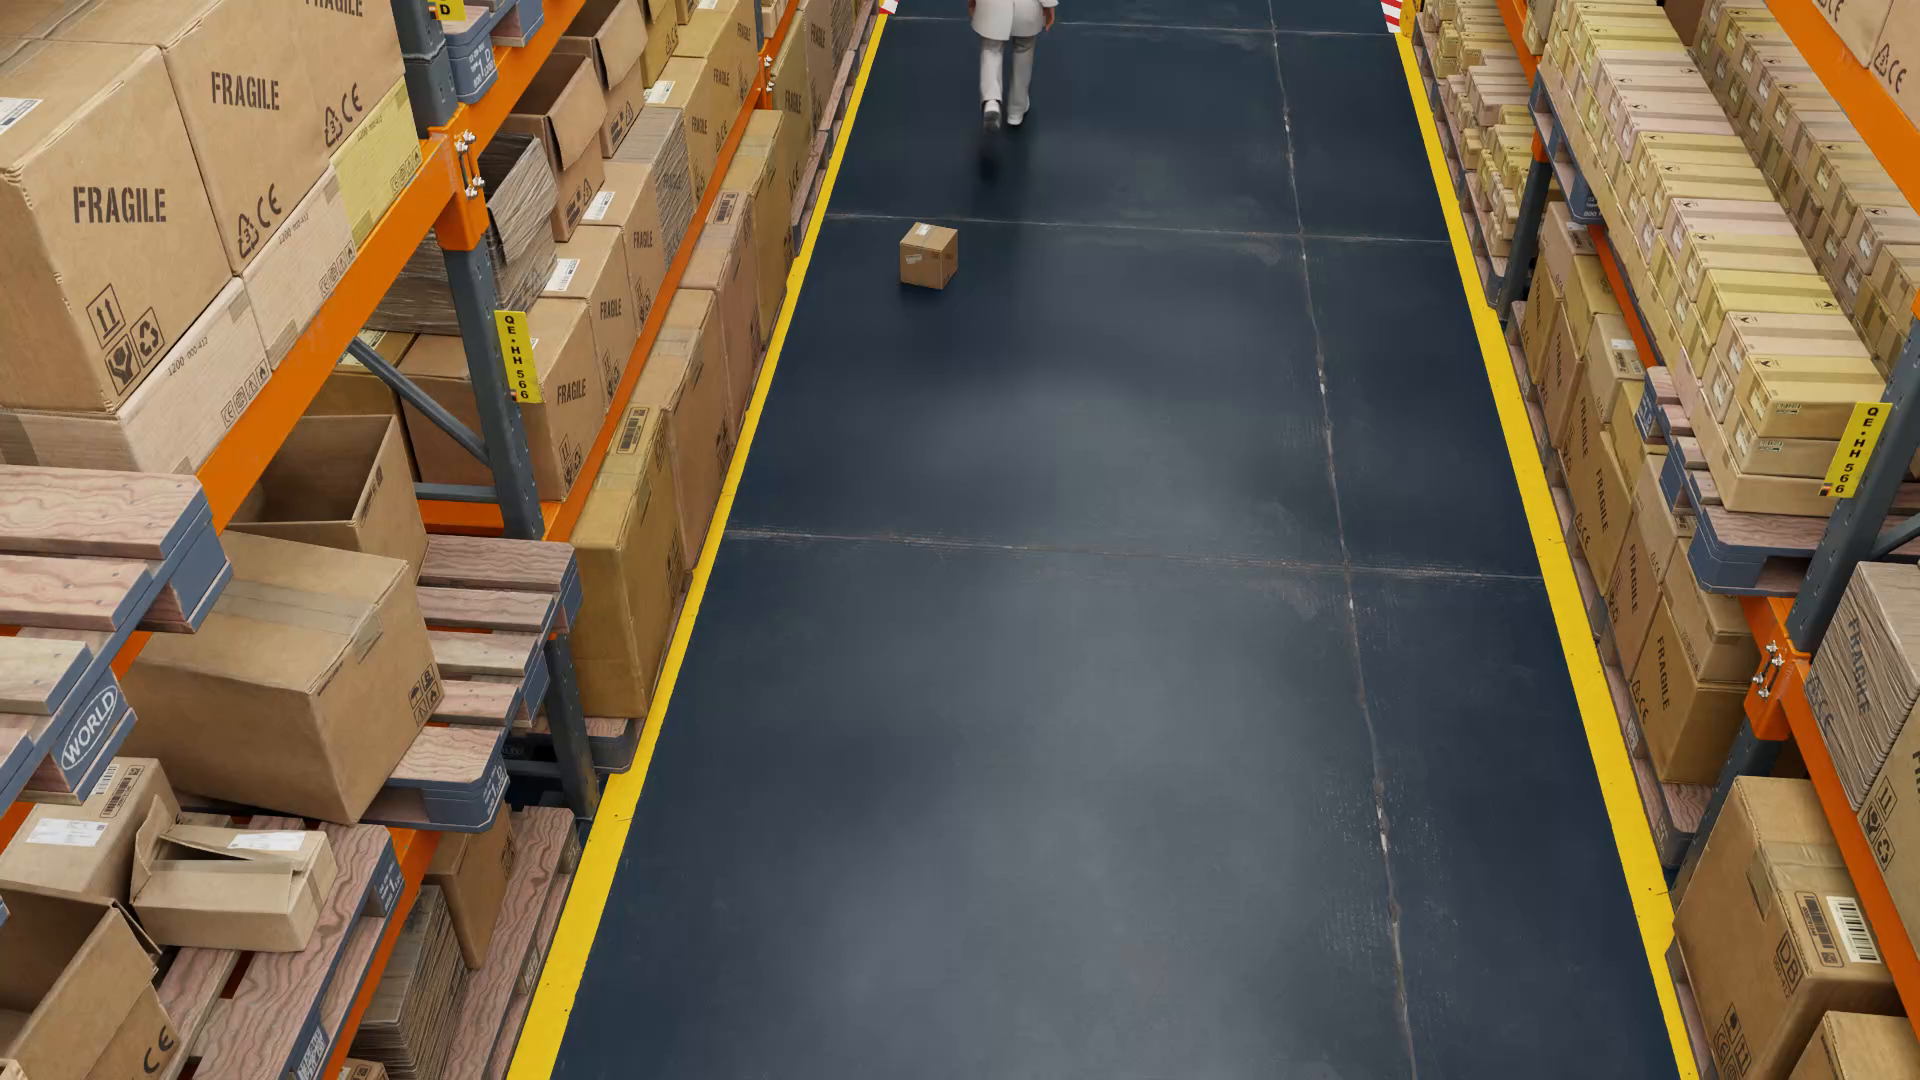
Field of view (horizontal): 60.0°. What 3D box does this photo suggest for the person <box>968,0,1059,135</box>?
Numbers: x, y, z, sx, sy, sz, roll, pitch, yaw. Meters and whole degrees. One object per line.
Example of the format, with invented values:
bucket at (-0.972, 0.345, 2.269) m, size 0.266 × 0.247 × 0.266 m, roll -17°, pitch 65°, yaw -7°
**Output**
person at (0.308, -3.318, 10.176) m, size 0.593 × 1.749 × 0.873 m, roll 2°, pitch 40°, yaw 3°
